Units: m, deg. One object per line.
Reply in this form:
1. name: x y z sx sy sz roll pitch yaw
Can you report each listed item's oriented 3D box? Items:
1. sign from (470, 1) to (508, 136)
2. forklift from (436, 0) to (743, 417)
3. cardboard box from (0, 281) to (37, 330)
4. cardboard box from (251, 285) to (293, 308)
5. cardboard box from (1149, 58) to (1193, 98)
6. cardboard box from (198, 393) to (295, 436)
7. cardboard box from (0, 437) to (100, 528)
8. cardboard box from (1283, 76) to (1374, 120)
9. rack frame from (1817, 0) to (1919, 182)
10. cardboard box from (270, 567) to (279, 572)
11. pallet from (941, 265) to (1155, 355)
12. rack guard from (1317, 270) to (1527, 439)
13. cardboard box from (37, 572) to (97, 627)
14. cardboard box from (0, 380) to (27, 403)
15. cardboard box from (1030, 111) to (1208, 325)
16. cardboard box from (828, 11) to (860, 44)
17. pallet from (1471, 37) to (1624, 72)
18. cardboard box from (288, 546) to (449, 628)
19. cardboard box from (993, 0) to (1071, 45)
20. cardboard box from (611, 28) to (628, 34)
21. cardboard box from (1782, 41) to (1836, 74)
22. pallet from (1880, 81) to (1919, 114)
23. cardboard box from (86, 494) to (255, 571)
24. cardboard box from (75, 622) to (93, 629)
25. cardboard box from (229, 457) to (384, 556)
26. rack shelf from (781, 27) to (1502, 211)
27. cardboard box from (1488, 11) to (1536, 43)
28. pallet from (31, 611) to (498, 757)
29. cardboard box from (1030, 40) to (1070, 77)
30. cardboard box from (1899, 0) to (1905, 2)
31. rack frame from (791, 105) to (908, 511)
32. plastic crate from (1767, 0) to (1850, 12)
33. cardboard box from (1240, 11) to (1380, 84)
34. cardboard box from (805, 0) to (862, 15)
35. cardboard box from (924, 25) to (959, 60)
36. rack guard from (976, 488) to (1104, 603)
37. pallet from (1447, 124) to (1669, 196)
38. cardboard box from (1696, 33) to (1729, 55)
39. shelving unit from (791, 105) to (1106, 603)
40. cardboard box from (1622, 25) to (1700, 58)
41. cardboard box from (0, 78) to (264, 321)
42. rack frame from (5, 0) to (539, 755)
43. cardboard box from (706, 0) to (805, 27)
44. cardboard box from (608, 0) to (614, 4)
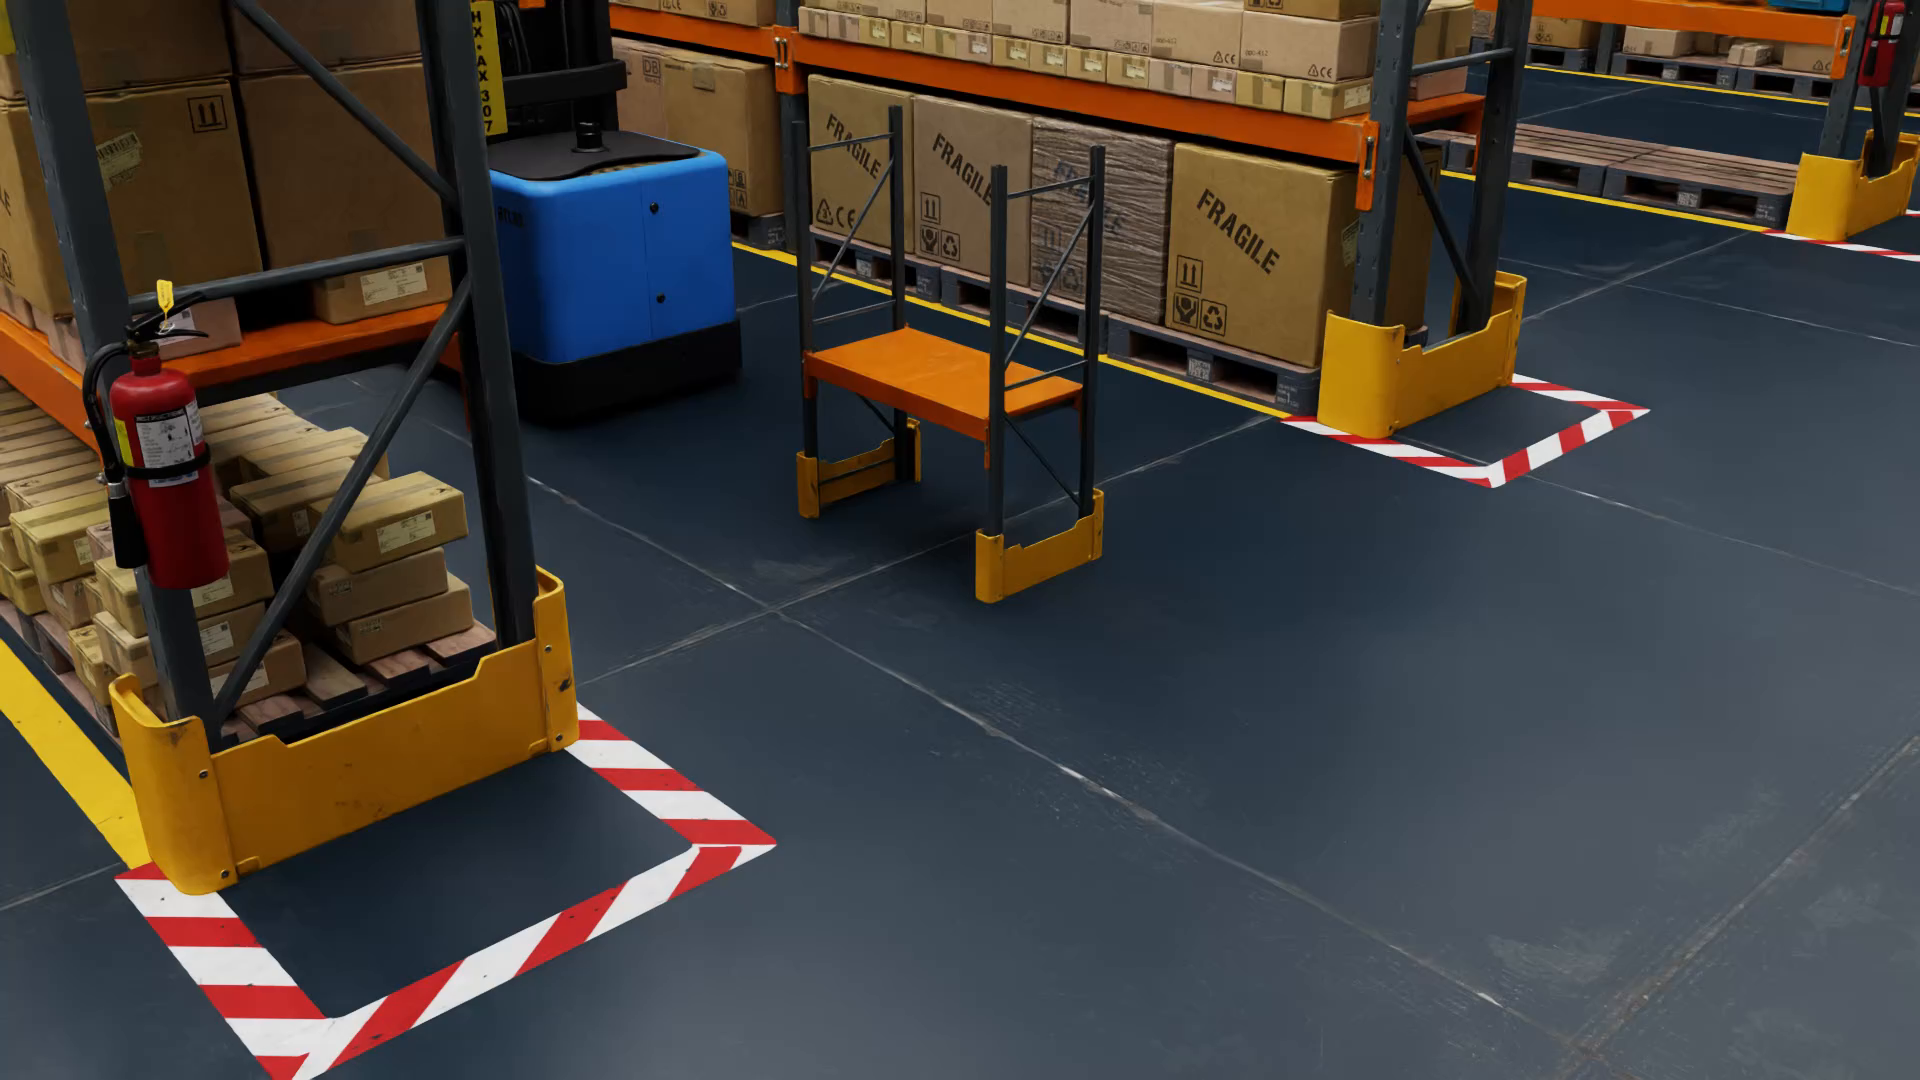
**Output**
1. sign: -1.204 -1.186 4.192 0.100 0.325 0.005 -21 32 -38
2. forklift: -2.405 -2.399 7.977 1.130 2.935 3.031 -21 32 -38
3. cardboard box: -2.354 -0.700 4.473 0.380 0.149 0.250 -22 32 -39
4. cardboard box: -1.786 -0.780 4.649 0.380 0.149 0.250 -20 31 -37
5. cardboard box: 1.086 -2.145 7.642 0.380 0.149 0.250 -21 32 -38
6. cardboard box: -2.477 -0.358 5.633 0.380 0.149 0.250 -20 31 -37
7. cardboard box: -2.901 -0.188 5.260 0.380 0.149 0.250 -20 31 -37
8. cardboard box: 1.606 -1.915 7.135 0.380 0.149 0.250 -20 32 -38
9. rack frame: 5.705 -3.419 10.131 1.000 3.000 0.127 -21 32 -38
10. cardboard box: -2.137 0.089 5.369 0.380 0.149 0.250 -21 32 -38
11. pallet: 0.657 -1.335 8.923 1.003 0.211 1.213 -21 32 -38
12. rack guard: 2.106 -0.870 7.554 1.175 0.500 0.348 -21 32 -38
13. cardboard box: -2.525 0.097 4.994 0.250 0.149 0.380 22 33 40
14. cardboard box: -3.340 -0.456 5.849 0.250 0.149 0.380 22 33 40
15. cardboard box: 0.972 -1.686 8.385 0.875 0.875 0.875 -21 32 -38
16. cardboard box: -0.505 -2.848 9.182 0.250 0.149 0.380 23 33 40
17. pallet: 6.006 -5.002 16.961 1.003 0.211 1.213 -21 32 -38
18. cardboard box: -1.770 0.101 4.985 0.380 0.149 0.250 -20 31 -36
19. cardboard box: 0.512 -2.618 8.196 0.500 0.250 0.500 -21 32 -38
20. cardboard box: -2.318 -3.175 11.650 1.225 0.875 0.875 -21 32 -38
21. cardboard box: 7.878 -4.532 15.048 0.797 0.503 0.637 -21 32 -38
22. pallet: 8.726 -3.819 14.367 1.003 0.211 1.213 -21 32 -38
23. cardboard box: -2.276 0.016 4.812 0.380 0.149 0.250 -20 32 -37
24. cardboard box: -2.479 0.214 5.096 0.380 0.149 0.250 -21 32 -39
25. cardboard box: -1.986 -0.107 5.083 0.380 0.149 0.250 -21 32 -38
26. rack shelf: 0.723 -2.293 8.529 1.077 0.370 4.000 -21 32 -38
27. cardboard box: 5.712 -5.319 16.776 0.500 0.500 0.500 -21 32 -38
28. pallet: -2.181 0.352 5.225 1.003 0.211 1.213 -21 32 -38
29. cardboard box: 0.562 -2.378 8.151 0.380 0.149 0.250 -20 32 -37
30. cardboard box: 10.640 -6.240 18.820 0.700 0.500 0.500 -21 32 -38
31. rack frame: -0.406 -0.862 6.333 0.500 1.500 0.032 -21 32 -38
32. plastic crate: 5.340 -3.511 10.218 0.616 0.435 0.499 -21 32 -38
33. cardboard box: 1.565 -2.153 7.178 0.500 0.250 0.500 -22 32 -39
34. cardboard box: -0.514 -3.077 9.202 0.500 0.250 0.500 -22 32 -39
35. cardboard box: 0.032 -2.612 8.664 0.380 0.149 0.250 -22 32 -39
36. rack guard: 0.288 0.014 5.918 0.587 0.250 0.087 -21 32 -38
37. pallet: 4.340 -2.781 12.092 1.003 0.211 1.213 -21 32 -38
38. cardboard box: 7.186 -5.006 16.091 0.500 0.500 0.500 -21 32 -38
39. shelving unit: -0.052 -0.705 5.989 0.587 1.500 1.083 -21 32 -38
40. cardboard box: 6.719 -4.824 15.919 0.500 0.311 0.500 -21 32 -38
41. cardboard box: -2.095 -0.882 4.090 0.500 0.500 0.500 -20 32 -37
42. rack frame: -1.600 -0.638 4.034 1.000 3.000 0.127 -21 32 -38
43. cardboard box: -1.163 -3.336 9.828 0.500 0.500 0.500 -21 32 -38
44. cardboard box: -2.197 -3.797 10.839 0.500 0.500 0.500 -21 32 -38
